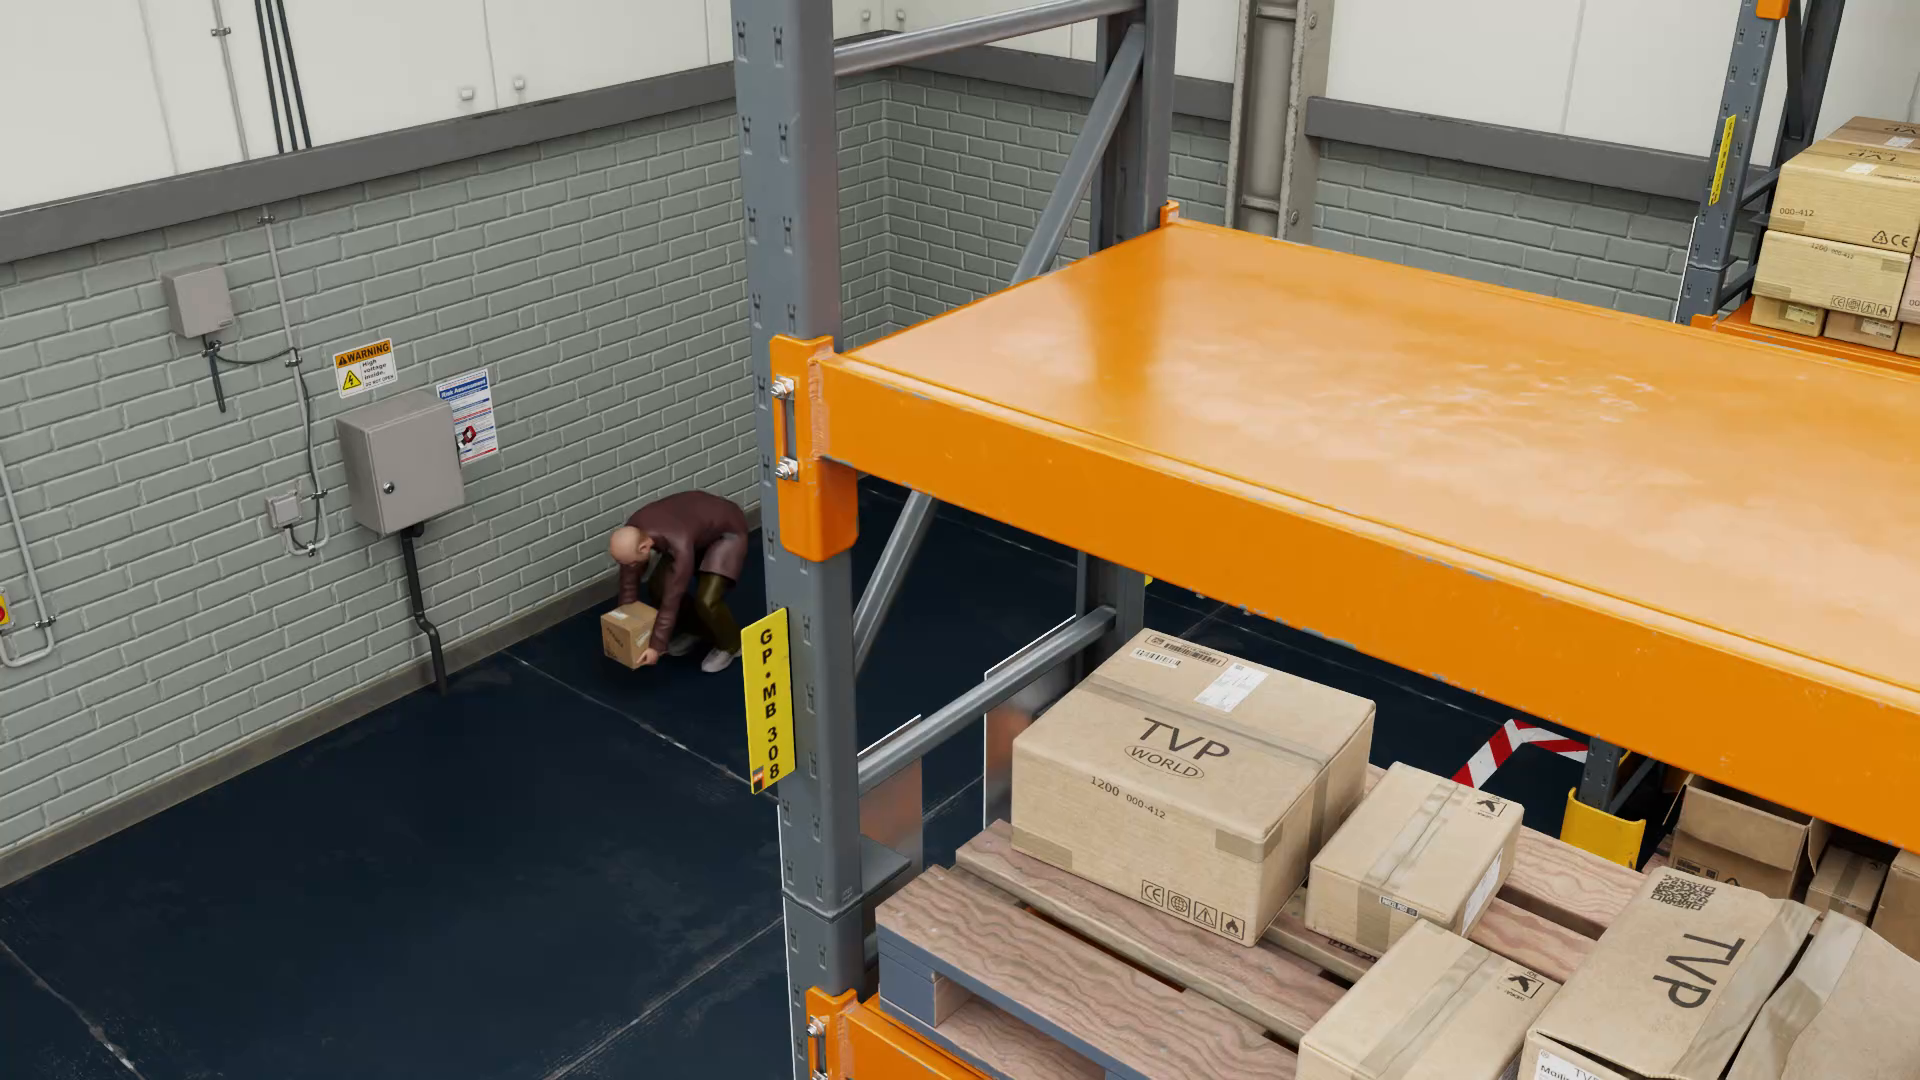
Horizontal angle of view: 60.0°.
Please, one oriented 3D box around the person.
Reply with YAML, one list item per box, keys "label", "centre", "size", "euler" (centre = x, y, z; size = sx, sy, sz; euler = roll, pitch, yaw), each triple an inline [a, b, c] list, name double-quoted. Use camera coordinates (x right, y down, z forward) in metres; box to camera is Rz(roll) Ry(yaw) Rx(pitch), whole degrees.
- label: "person"
  centre: [-1.587, 0.138, 9.278]
  size: [0.566, 1.339, 0.890]
  euler: [19, 33, 33]
